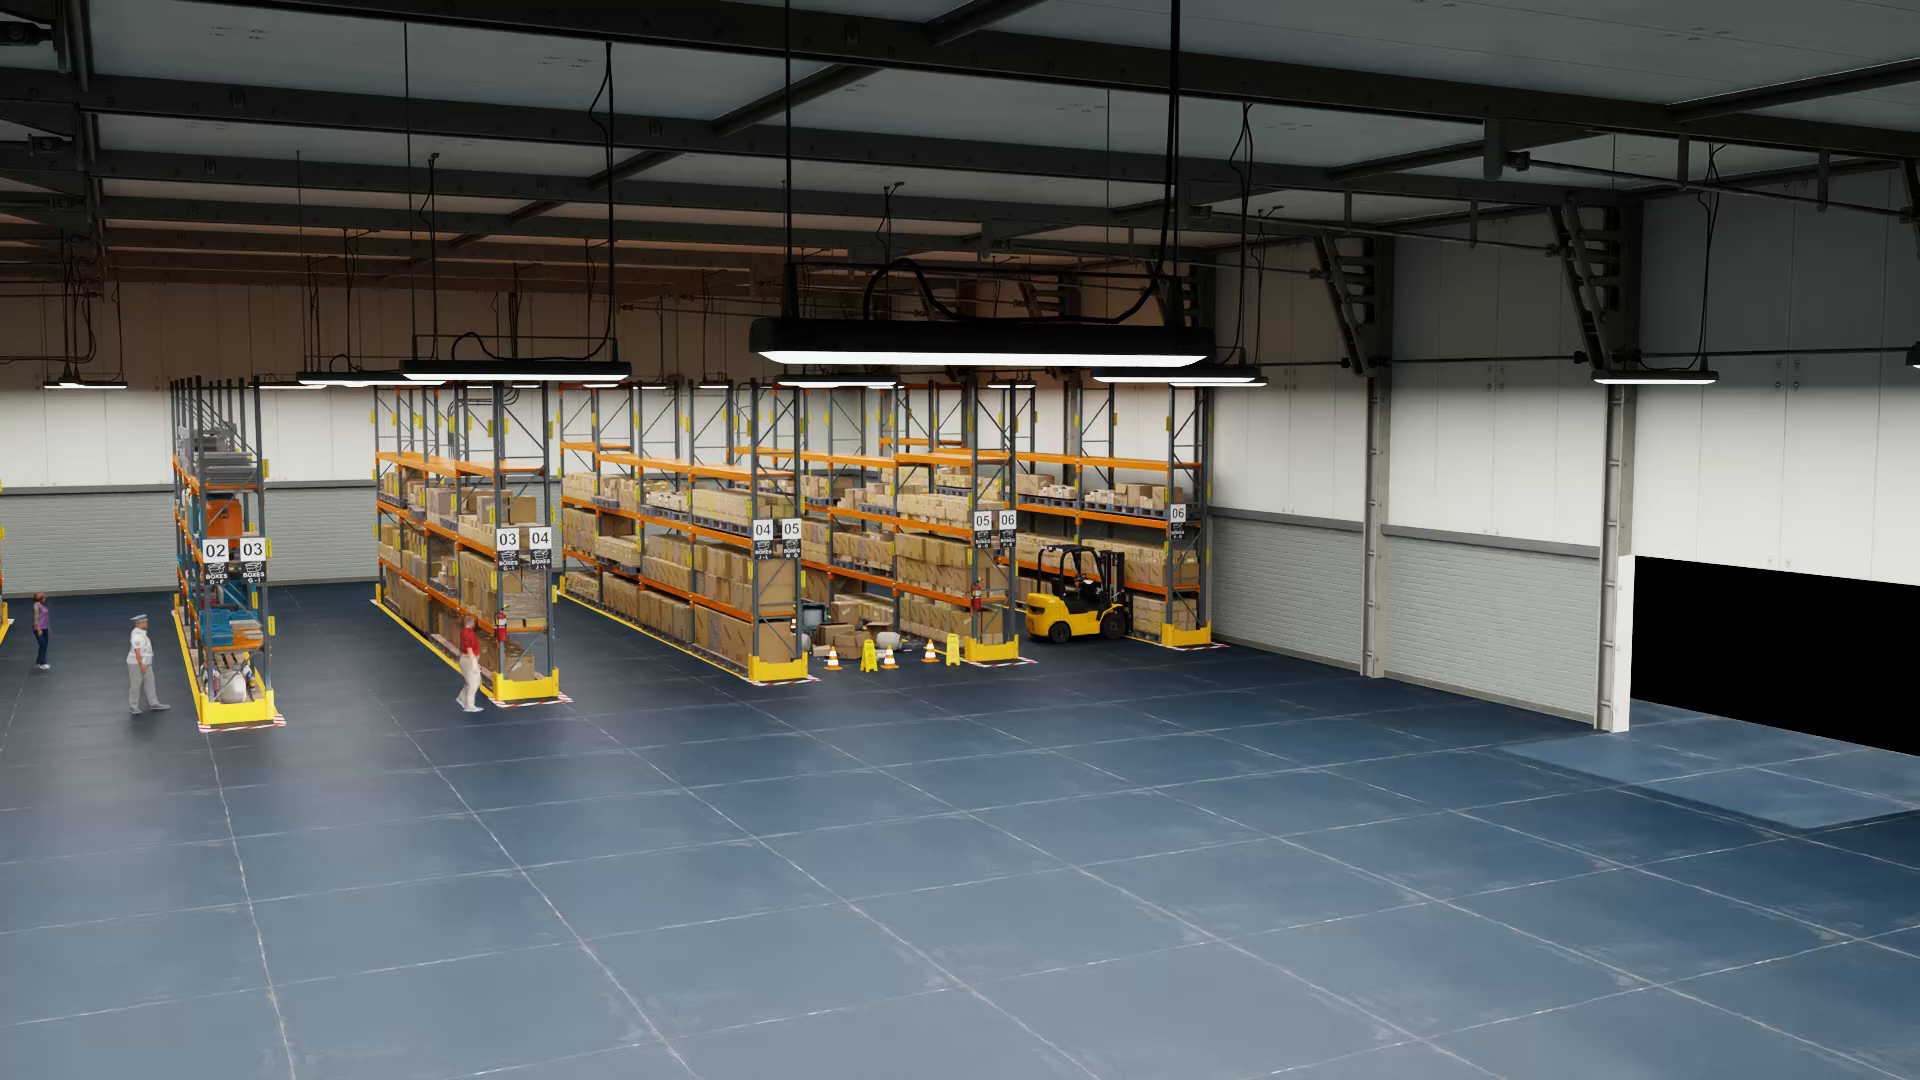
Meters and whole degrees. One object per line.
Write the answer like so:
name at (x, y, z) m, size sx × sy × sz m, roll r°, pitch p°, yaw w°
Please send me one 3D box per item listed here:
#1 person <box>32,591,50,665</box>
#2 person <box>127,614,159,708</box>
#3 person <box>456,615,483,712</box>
person at (-19.109, 1.829, 34.586) m, size 0.365 × 1.528 × 0.436 m, roll 0°, pitch 5°, yaw 5°
person at (-14.657, 2.171, 29.746) m, size 0.420 × 1.683 × 0.483 m, roll 0°, pitch 5°, yaw -2°
person at (-8.834, 2.215, 29.885) m, size 0.474 × 1.727 × 0.607 m, roll -1°, pitch 5°, yaw -13°
